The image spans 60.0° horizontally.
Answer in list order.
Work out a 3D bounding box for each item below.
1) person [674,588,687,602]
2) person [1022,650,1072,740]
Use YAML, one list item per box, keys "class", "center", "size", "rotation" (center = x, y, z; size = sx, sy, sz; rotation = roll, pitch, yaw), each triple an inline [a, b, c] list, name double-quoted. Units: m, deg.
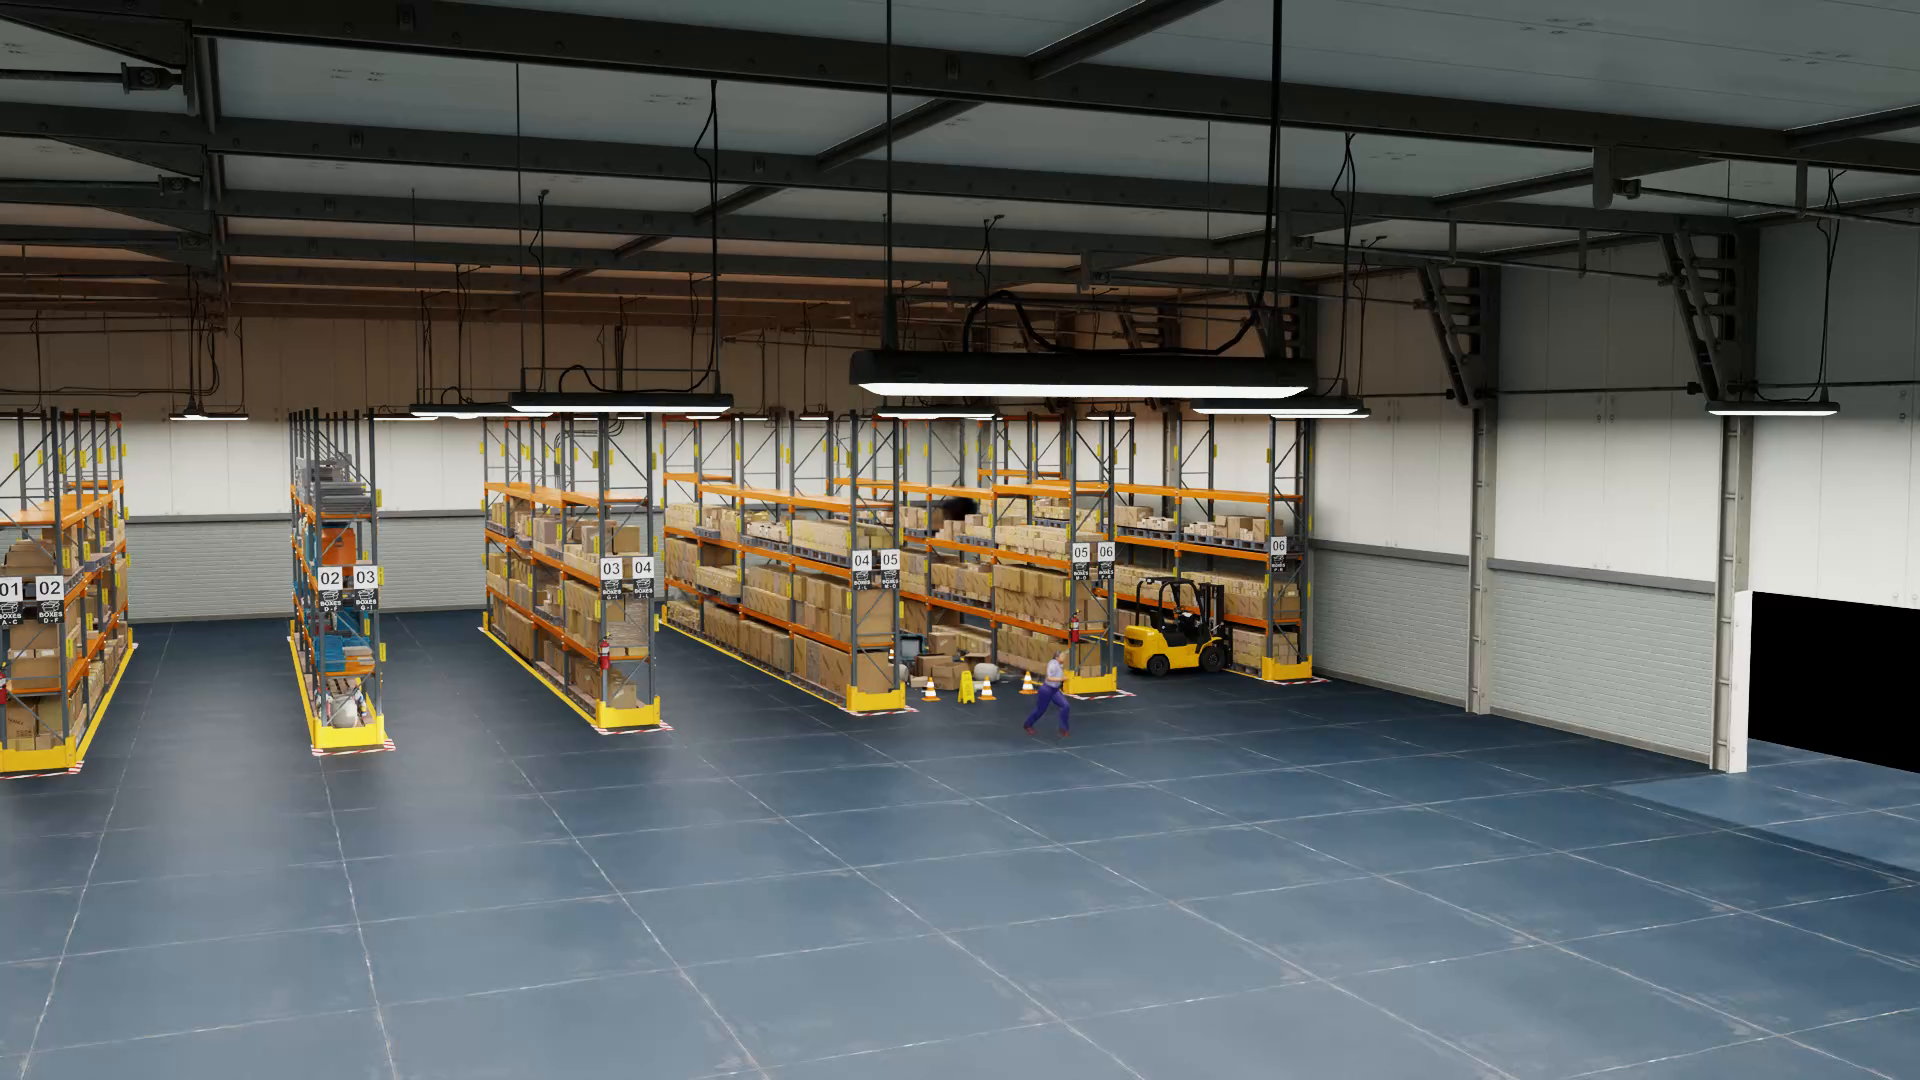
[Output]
- class: "person"
  center: [-8.213, 1.457, 49.065]
  size: [0.623, 1.639, 0.593]
  rotation: [-2, 4, -26]
- class: "person"
  center: [1.573, 2.810, 30.221]
  size: [0.941, 1.662, 0.601]
  rotation: [2, 5, 29]
